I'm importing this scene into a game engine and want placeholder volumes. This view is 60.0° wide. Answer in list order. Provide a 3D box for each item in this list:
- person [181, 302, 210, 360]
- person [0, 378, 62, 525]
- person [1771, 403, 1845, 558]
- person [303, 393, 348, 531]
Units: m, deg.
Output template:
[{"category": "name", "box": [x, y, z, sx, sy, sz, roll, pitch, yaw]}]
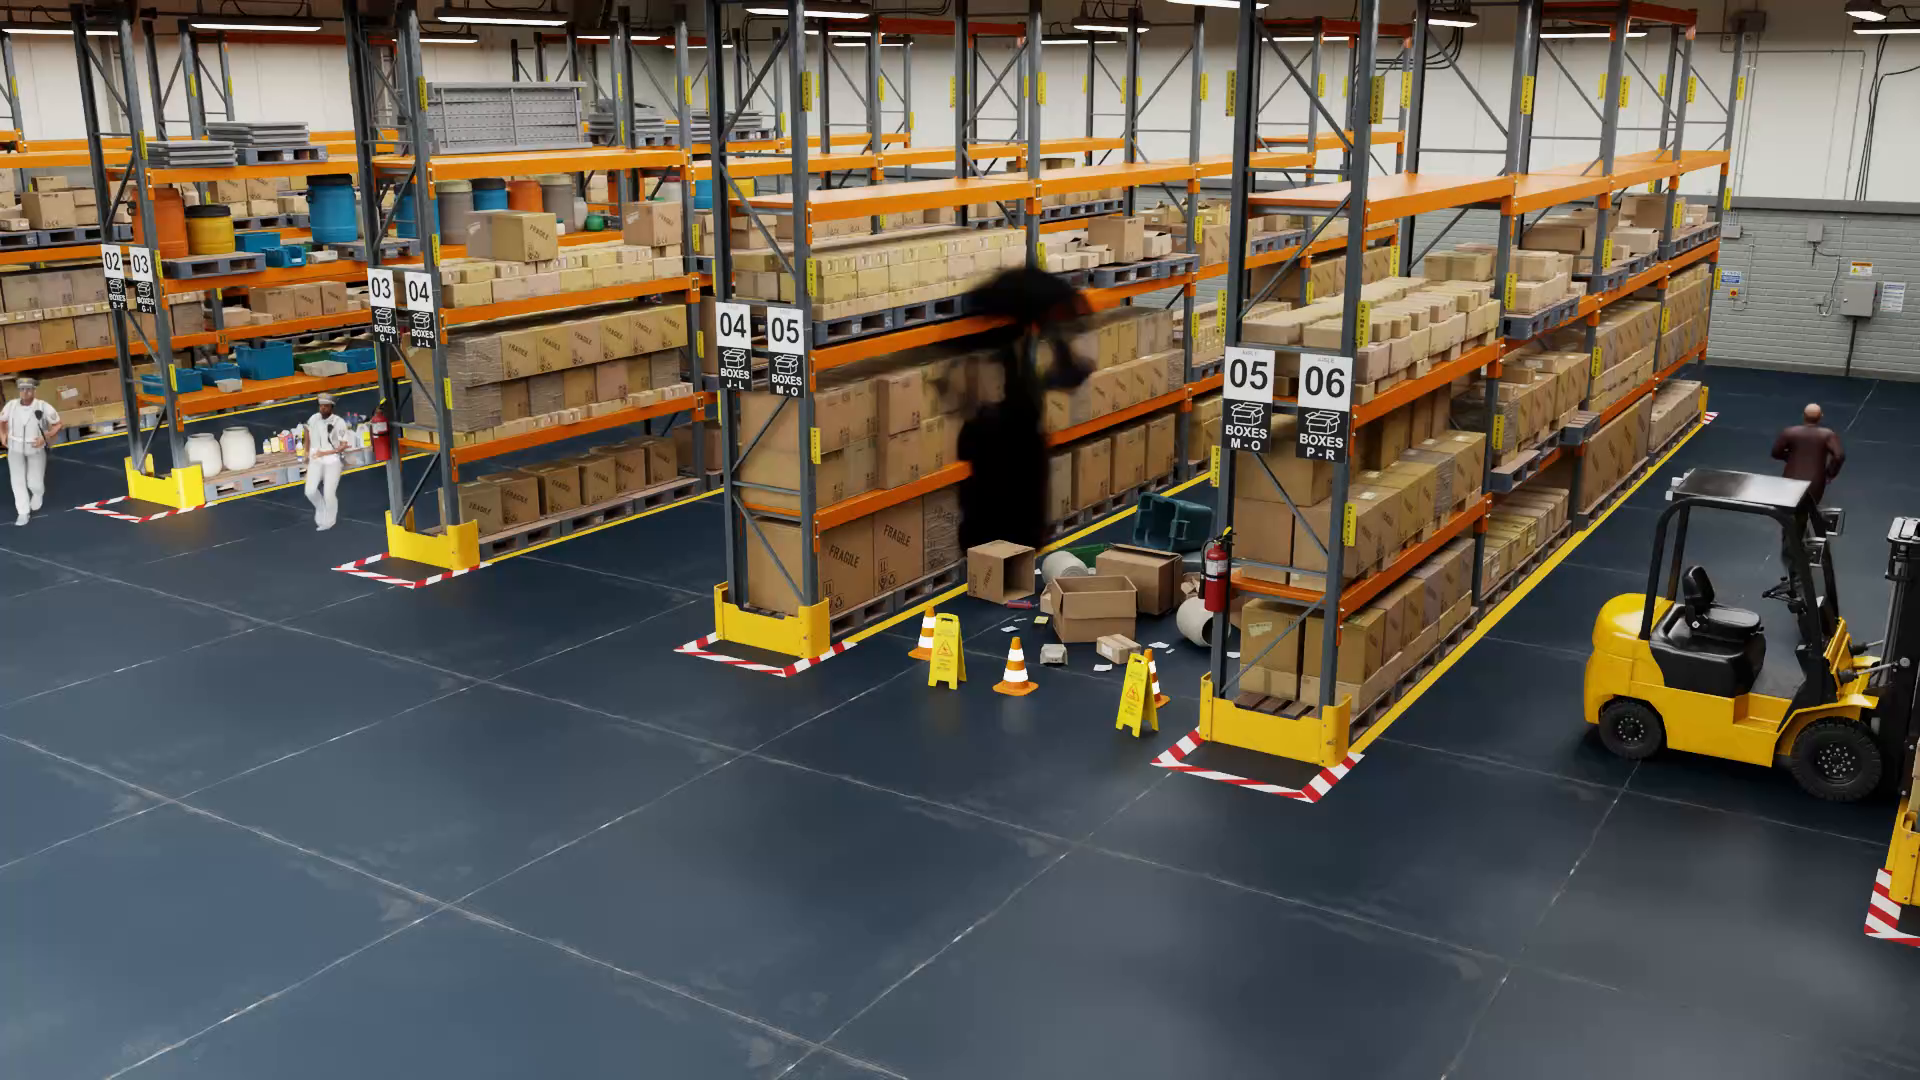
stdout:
[{"category": "person", "box": [-13.037, -3.470, 28.360, 0.692, 1.783, 0.996, 6, 17, 21]}, {"category": "person", "box": [-11.179, -1.111, 20.029, 0.705, 1.740, 0.720, -4, 16, -15]}, {"category": "person", "box": [9.215, -0.624, 18.170, 0.711, 1.750, 0.885, 6, 17, 21]}, {"category": "person", "box": [-7.426, -0.904, 19.449, 0.579, 1.662, 0.543, 0, 16, -1]}]
